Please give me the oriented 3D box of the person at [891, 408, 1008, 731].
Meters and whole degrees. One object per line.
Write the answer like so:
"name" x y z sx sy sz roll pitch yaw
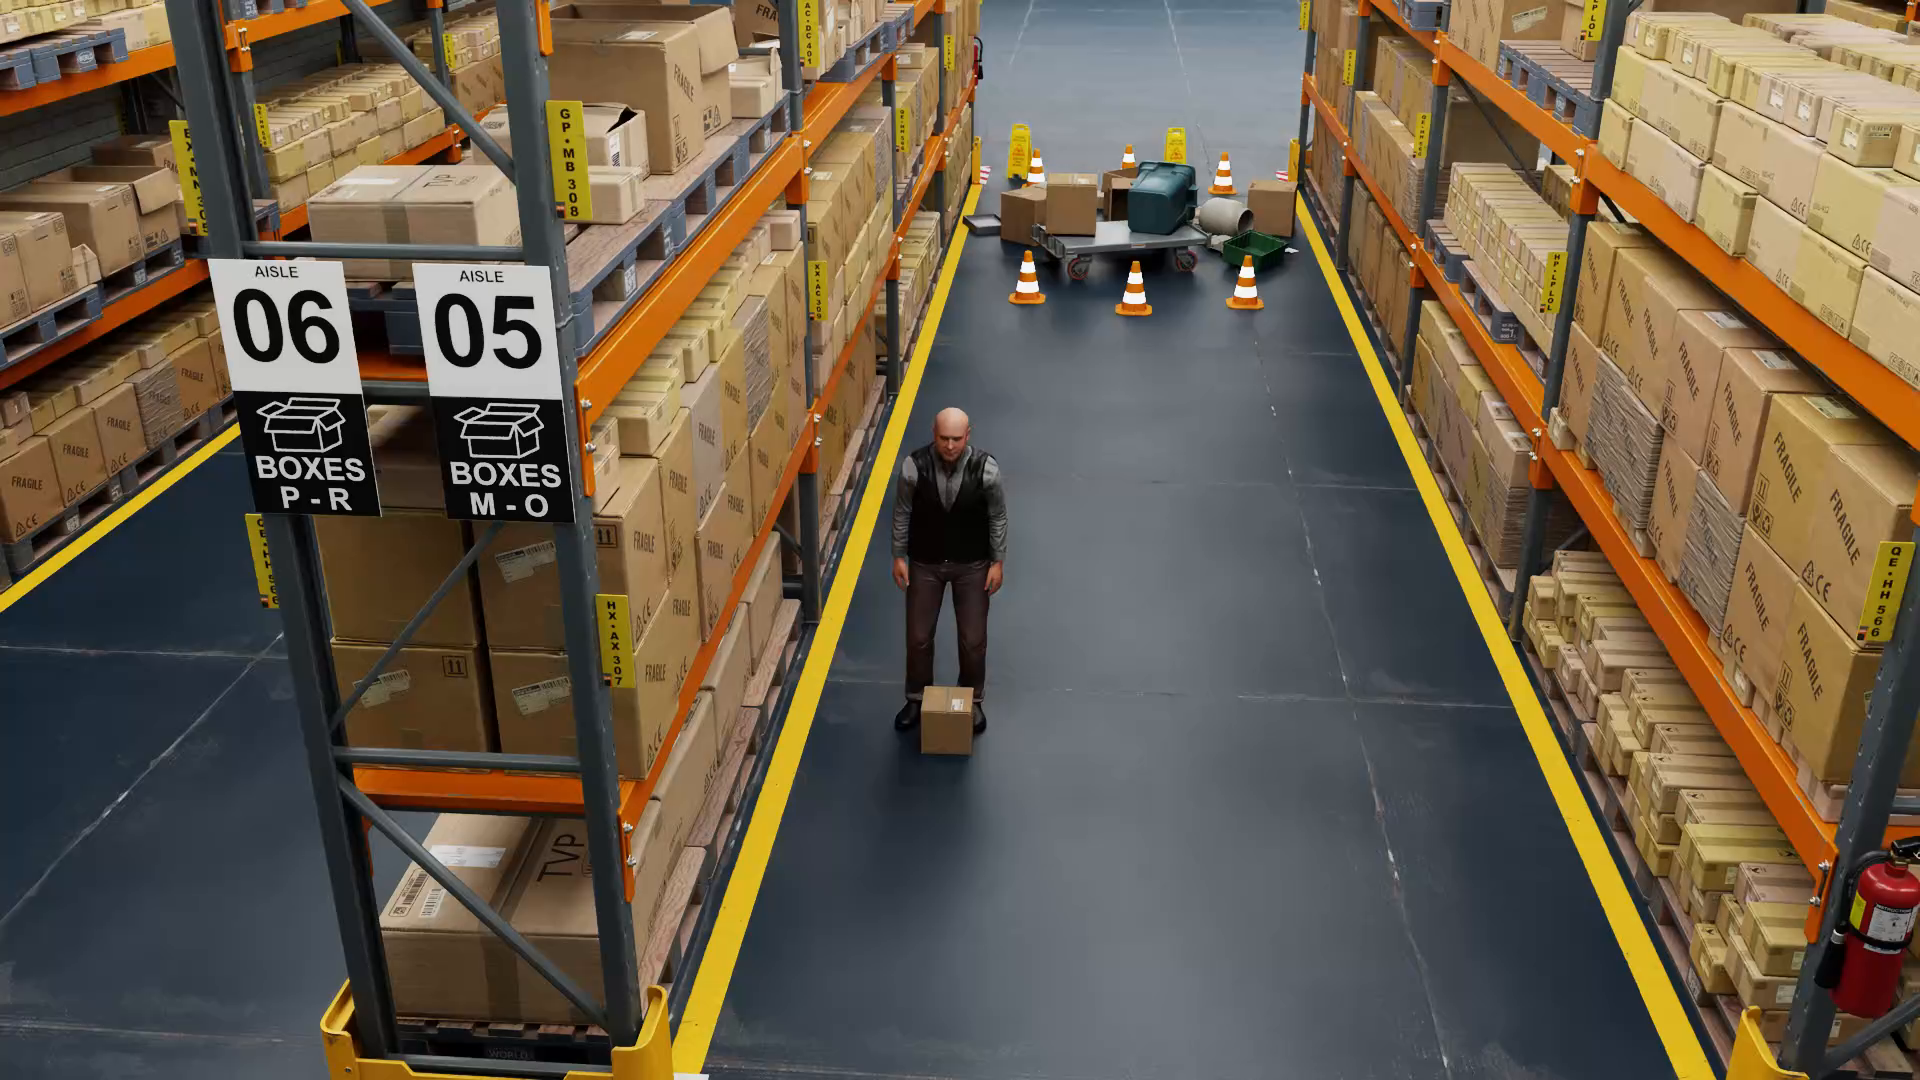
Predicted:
"person" -0.054 0.125 8.358 0.578 1.720 0.419 2 24 4
